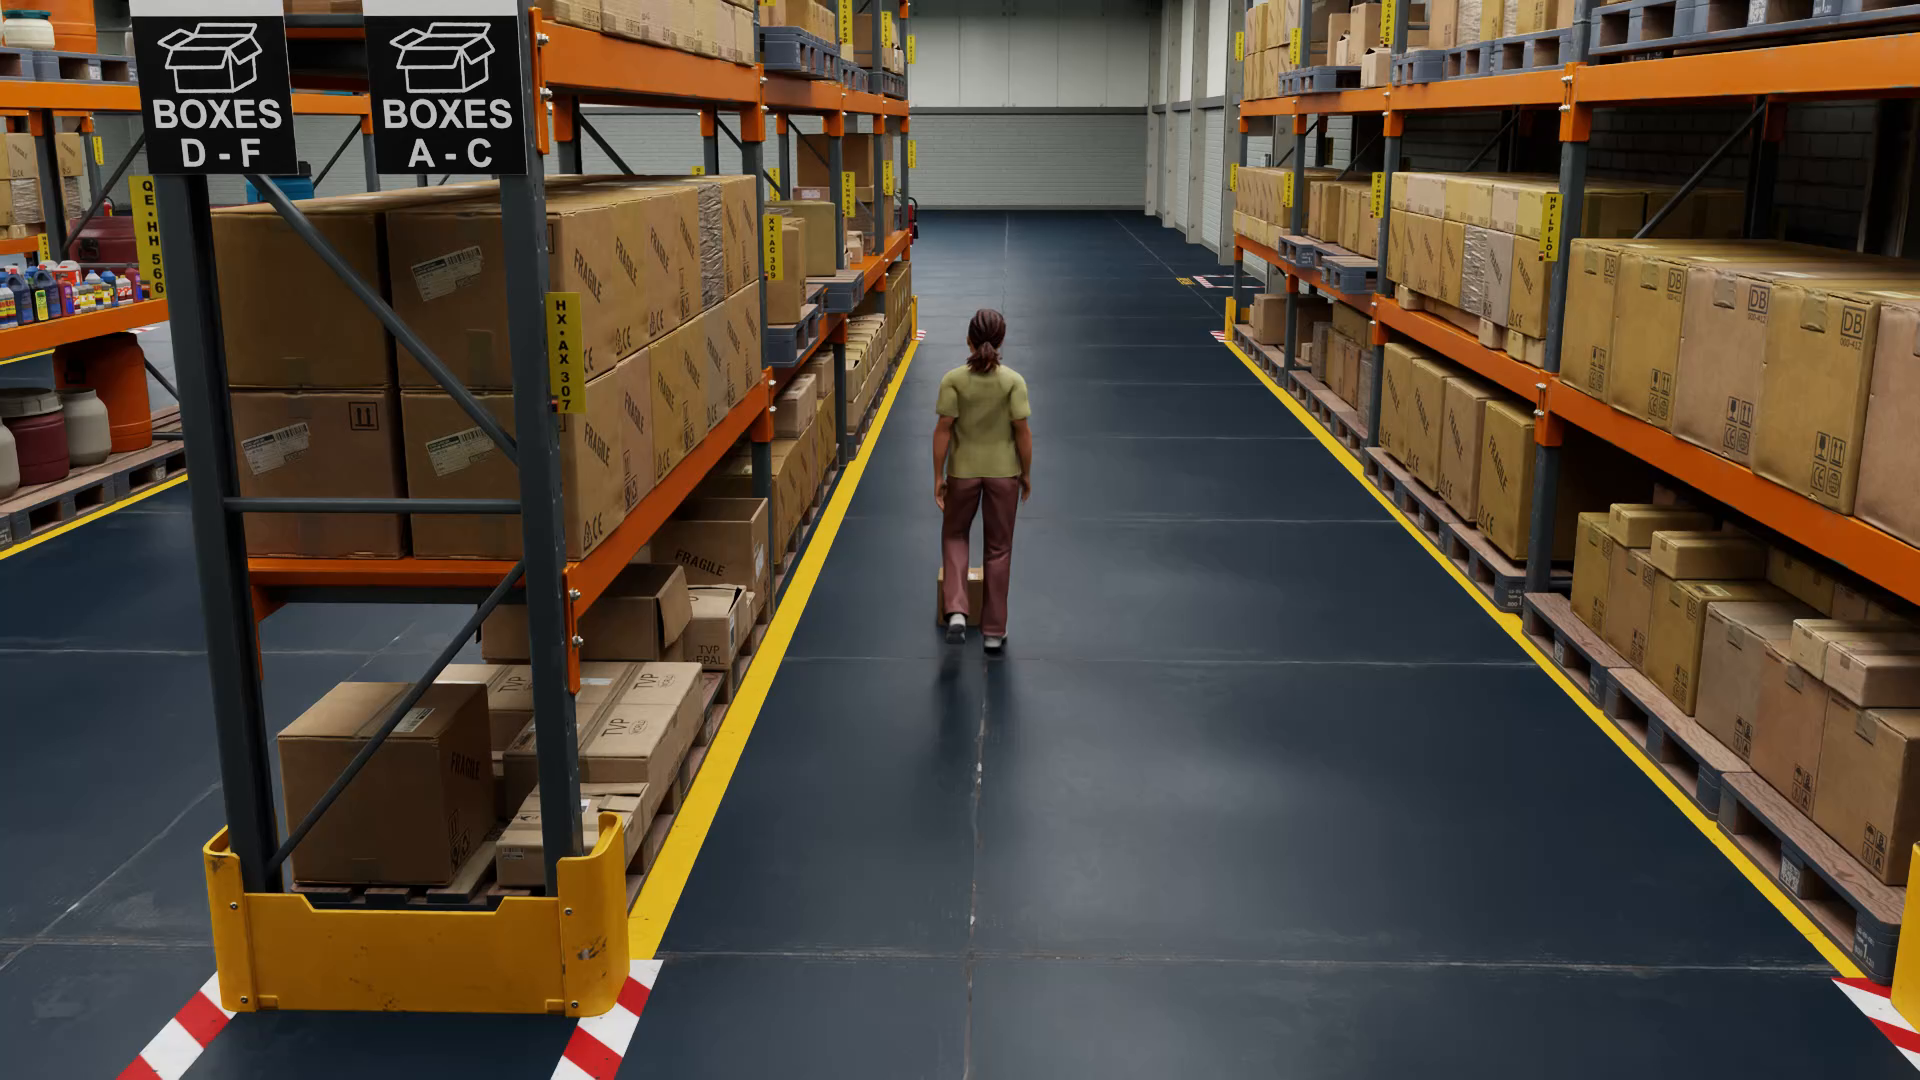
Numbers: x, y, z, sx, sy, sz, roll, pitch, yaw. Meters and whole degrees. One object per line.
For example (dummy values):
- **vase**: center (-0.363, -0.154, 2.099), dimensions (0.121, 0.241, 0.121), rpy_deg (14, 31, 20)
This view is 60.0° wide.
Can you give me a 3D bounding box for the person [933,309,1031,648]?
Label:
- **person**: center (0.112, -0.286, 8.100), dimensions (0.469, 1.683, 0.443), rpy_deg (1, 14, 4)
